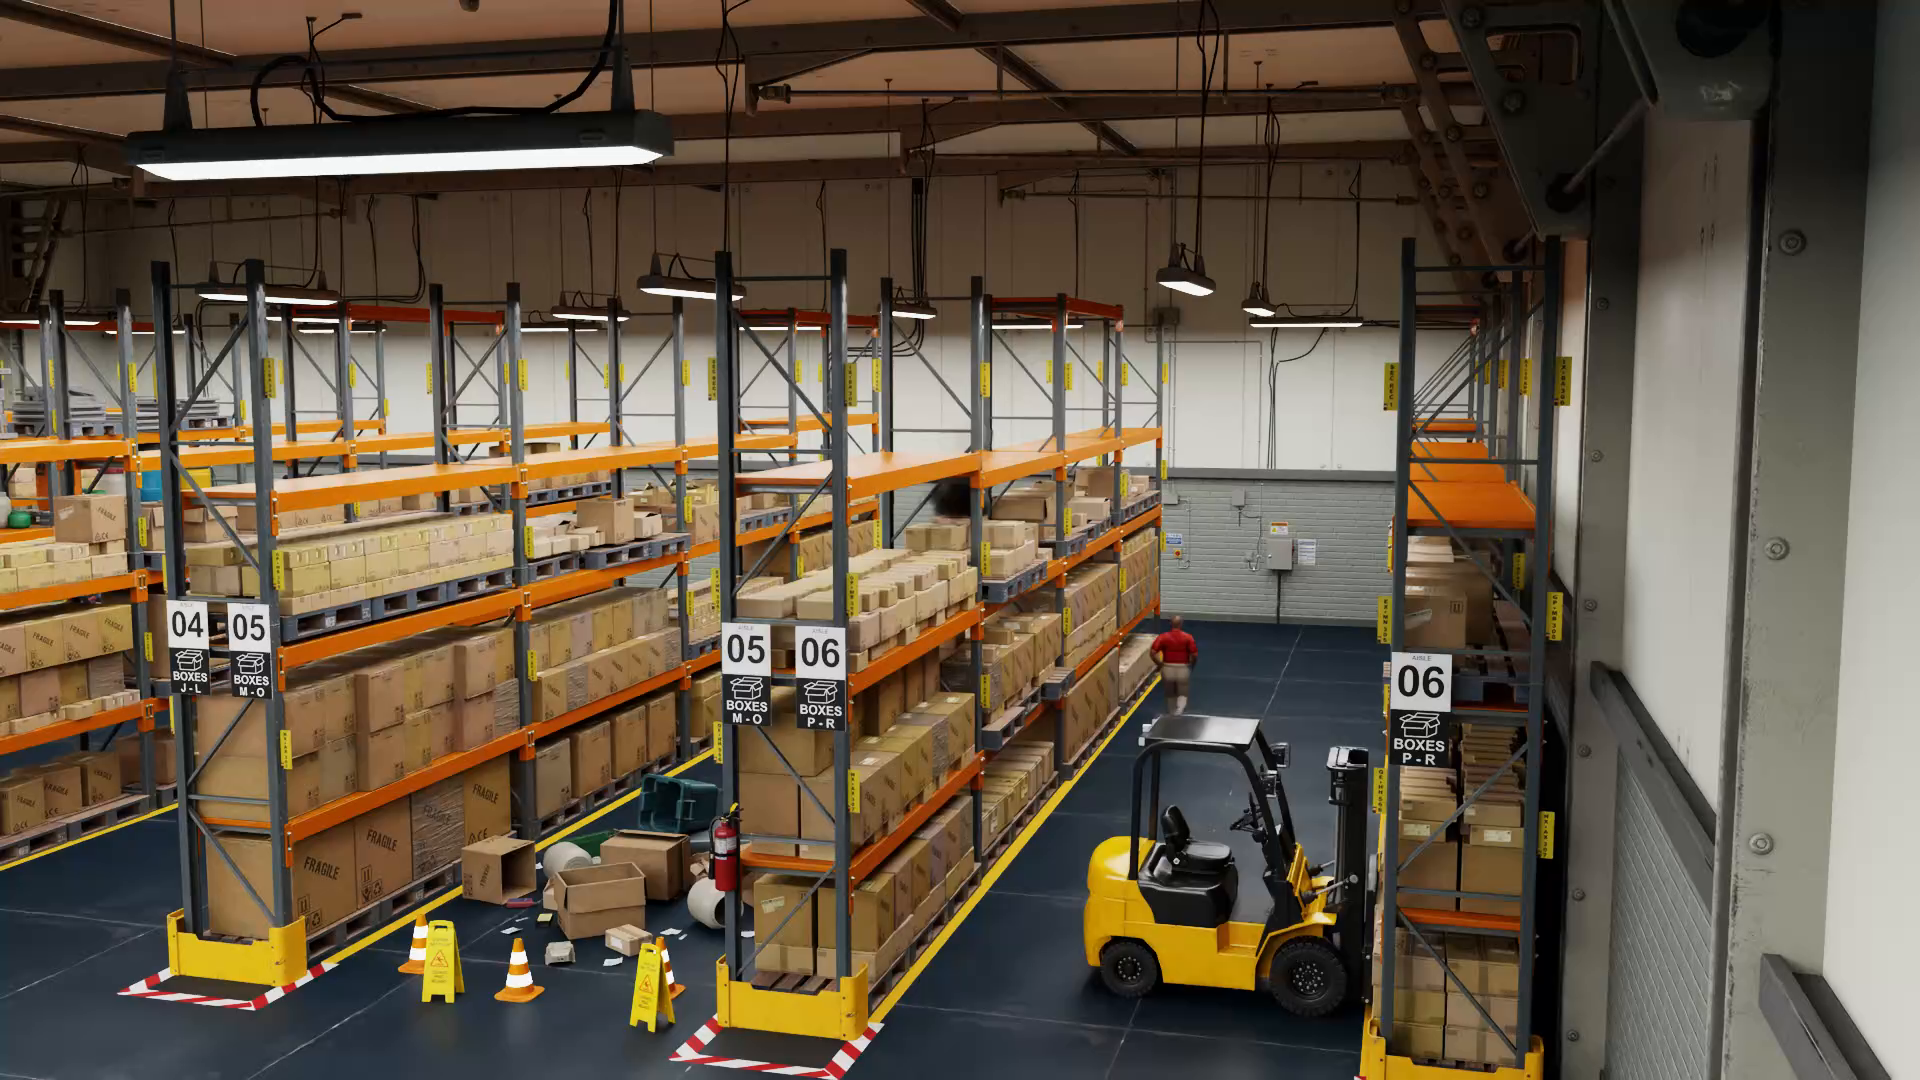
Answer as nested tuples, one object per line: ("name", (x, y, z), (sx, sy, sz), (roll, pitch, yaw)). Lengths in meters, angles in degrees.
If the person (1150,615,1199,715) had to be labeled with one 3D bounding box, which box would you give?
("person", (3.001, 1.881, 23.279), (0.677, 1.683, 0.721), (1, 6, 13))
